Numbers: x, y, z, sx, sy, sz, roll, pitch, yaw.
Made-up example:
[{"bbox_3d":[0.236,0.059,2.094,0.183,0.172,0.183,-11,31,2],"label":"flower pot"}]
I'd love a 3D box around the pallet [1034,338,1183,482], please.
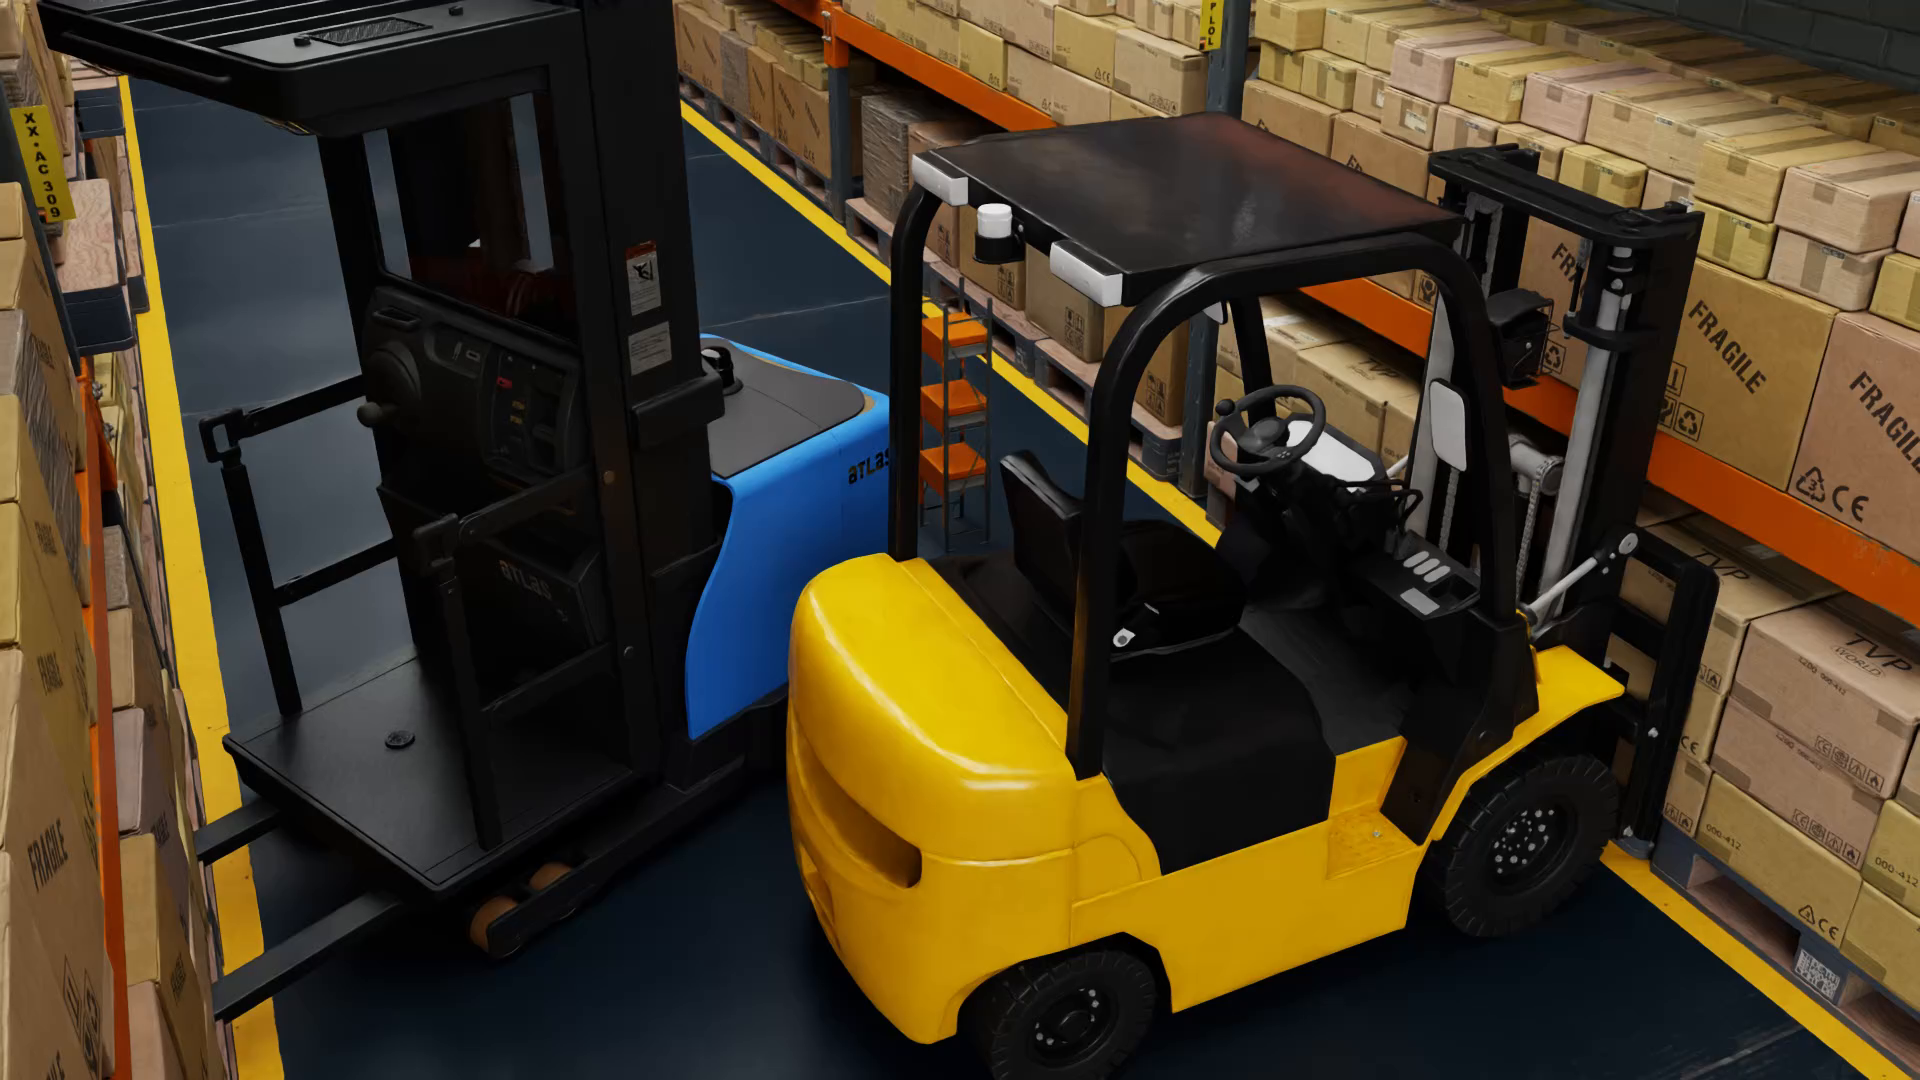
[{"bbox_3d":[1.060,-0.706,7.793,1.003,0.211,1.213,-13,32,-22],"label":"pallet"}]

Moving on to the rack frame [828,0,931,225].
[{"bbox_3d":[-0.306,-3.372,9.697,1.000,3.000,0.127,-13,32,-22],"label":"rack frame"}]

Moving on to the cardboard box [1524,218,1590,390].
[{"bbox_3d":[2.020,-0.721,4.867,0.500,0.500,0.500,-13,32,-22],"label":"cardboard box"}]

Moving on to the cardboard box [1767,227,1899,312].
[{"bbox_3d":[2.280,-0.713,4.189,0.380,0.149,0.250,-14,32,-24],"label":"cardboard box"}]

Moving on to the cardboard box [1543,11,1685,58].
[{"bbox_3d":[2.181,-1.653,5.561,0.380,0.149,0.250,-14,32,-23],"label":"cardboard box"}]

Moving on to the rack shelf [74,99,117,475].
[{"bbox_3d":[-3.929,-1.131,6.435,1.077,0.370,4.000,-13,32,-22],"label":"rack shelf"}]

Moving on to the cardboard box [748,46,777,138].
[{"bbox_3d":[-1.114,-3.060,11.267,0.500,0.500,0.500,-12,31,-20],"label":"cardboard box"}]

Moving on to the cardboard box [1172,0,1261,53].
[{"bbox_3d":[1.064,-2.036,6.548,0.380,0.149,0.250,-12,31,-20],"label":"cardboard box"}]

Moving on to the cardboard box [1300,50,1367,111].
[{"bbox_3d":[1.423,-1.621,5.809,0.380,0.149,0.250,-12,32,-21],"label":"cardboard box"}]

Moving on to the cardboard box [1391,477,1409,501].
[{"bbox_3d":[1.763,-0.082,5.700,0.500,0.250,0.500,-13,32,-22],"label":"cardboard box"}]

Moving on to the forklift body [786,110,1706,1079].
[{"bbox_3d":[0.667,0.078,4.413,2.313,2.155,1.214,-13,32,-22],"label":"forklift body"}]

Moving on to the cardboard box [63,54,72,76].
[{"bbox_3d":[-4.105,-2.101,7.258,0.380,0.149,0.250,-13,32,-22],"label":"cardboard box"}]

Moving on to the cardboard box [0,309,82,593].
[{"bbox_3d":[-2.201,-0.136,3.520,0.500,0.500,0.500,-12,32,-21],"label":"cardboard box"}]

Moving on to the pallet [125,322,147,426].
[{"bbox_3d":[-4.453,-0.766,7.901,1.003,0.211,1.213,-13,32,-22],"label":"pallet"}]

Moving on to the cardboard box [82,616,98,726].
[{"bbox_3d":[-1.992,0.300,3.405,0.380,0.149,0.250,-13,32,-22],"label":"cardboard box"}]

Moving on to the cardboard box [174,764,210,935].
[{"bbox_3d":[-2.336,0.893,4.473,0.500,0.250,0.500,-14,32,-23],"label":"cardboard box"}]

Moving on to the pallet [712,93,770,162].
[{"bbox_3d":[-1.112,-3.032,11.941,1.003,0.211,1.213,-13,32,-22],"label":"pallet"}]

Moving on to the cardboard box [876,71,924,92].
[{"bbox_3d":[-0.234,-2.710,10.642,0.500,0.500,0.500,-12,31,-20],"label":"cardboard box"}]

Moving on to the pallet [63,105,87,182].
[{"bbox_3d":[-3.901,-1.379,6.338,1.003,0.211,1.213,-13,32,-22],"label":"pallet"}]

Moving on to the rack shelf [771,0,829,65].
[{"bbox_3d":[-1.165,-3.942,11.448,1.077,0.370,4.000,-13,32,-22],"label":"rack shelf"}]

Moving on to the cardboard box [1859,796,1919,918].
[{"bbox_3d":[2.637,0.811,4.108,0.500,0.250,0.500,-14,32,-23],"label":"cardboard box"}]

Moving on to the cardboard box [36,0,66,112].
[{"bbox_3d":[-3.658,-1.852,6.150,0.500,0.500,0.500,-14,32,-24],"label":"cardboard box"}]

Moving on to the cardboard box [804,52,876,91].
[{"bbox_3d":[-0.747,-2.913,10.341,0.380,0.149,0.250,-15,32,-24],"label":"cardboard box"}]

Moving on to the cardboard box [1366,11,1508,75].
[{"bbox_3d":[1.591,-1.651,5.558,0.380,0.149,0.250,-14,32,-23],"label":"cardboard box"}]

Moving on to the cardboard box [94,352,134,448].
[{"bbox_3d":[-3.909,-0.453,6.748,0.950,0.372,0.625,-12,31,-20],"label":"cardboard box"}]

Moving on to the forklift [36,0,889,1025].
[{"bbox_3d":[-1.492,-0.387,4.444,1.130,2.935,3.031,22,36,34],"label":"forklift"}]

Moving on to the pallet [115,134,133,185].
[{"bbox_3d":[-6.105,-2.554,11.088,1.003,0.211,1.213,-13,32,-22],"label":"pallet"}]

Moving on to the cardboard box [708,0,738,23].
[{"bbox_3d":[-1.597,-3.847,12.007,0.380,0.149,0.250,-13,32,-22],"label":"cardboard box"}]

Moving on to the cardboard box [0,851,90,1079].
[{"bbox_3d":[-1.306,0.765,1.913,0.500,0.500,0.500,-14,32,-23],"label":"cardboard box"}]

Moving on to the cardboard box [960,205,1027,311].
[{"bbox_3d":[0.526,-1.657,8.636,0.875,0.625,0.625,-14,32,-24],"label":"cardboard box"}]

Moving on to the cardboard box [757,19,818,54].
[{"bbox_3d":[-1.145,-3.389,11.189,0.380,0.149,0.250,-14,32,-23],"label":"cardboard box"}]

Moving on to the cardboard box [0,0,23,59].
[{"bbox_3d":[-2.953,-1.483,4.828,0.380,0.149,0.250,-13,32,-22],"label":"cardboard box"}]

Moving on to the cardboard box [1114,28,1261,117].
[{"bbox_3d":[0.969,-1.921,6.751,0.500,0.250,0.500,-14,32,-23],"label":"cardboard box"}]

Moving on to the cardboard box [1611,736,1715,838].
[{"bbox_3d":[2.230,0.592,5.009,0.500,0.250,0.500,-13,32,-21],"label":"cardboard box"}]

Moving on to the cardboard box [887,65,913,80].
[{"bbox_3d":[-0.248,-3.044,10.574,0.380,0.149,0.250,-11,31,-19],"label":"cardboard box"}]

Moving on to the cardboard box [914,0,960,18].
[{"bbox_3d":[0.086,-2.821,8.356,0.500,0.250,0.500,-14,32,-23],"label":"cardboard box"}]

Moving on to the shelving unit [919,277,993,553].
[{"bbox_3d":[-0.023,-0.482,6.535,0.215,1.050,0.252,-13,32,-22],"label":"shelving unit"}]

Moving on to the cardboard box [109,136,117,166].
[{"bbox_3d":[-5.771,-2.697,10.236,0.875,0.875,0.875,-12,31,-21],"label":"cardboard box"}]

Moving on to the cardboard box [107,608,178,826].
[{"bbox_3d":[-2.354,0.557,4.305,0.500,0.500,0.500,-12,32,-21],"label":"cardboard box"}]

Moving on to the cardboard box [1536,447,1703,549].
[{"bbox_3d":[1.988,-0.067,5.161,0.500,0.250,0.500,-14,32,-23],"label":"cardboard box"}]

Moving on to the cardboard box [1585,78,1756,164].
[{"bbox_3d":[2.028,-1.199,4.753,0.380,0.149,0.250,-13,32,-22],"label":"cardboard box"}]

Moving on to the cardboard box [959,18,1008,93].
[{"bbox_3d":[0.324,-2.380,8.082,0.500,0.250,0.500,-12,31,-20],"label":"cardboard box"}]

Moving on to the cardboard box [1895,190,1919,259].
[{"bbox_3d":[2.474,-0.746,3.944,0.380,0.149,0.250,-13,32,-22],"label":"cardboard box"}]

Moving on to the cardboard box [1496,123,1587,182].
[{"bbox_3d":[1.834,-1.164,4.994,0.380,0.149,0.250,-14,32,-24],"label":"cardboard box"}]

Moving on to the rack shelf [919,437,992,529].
[{"bbox_3d":[-0.023,-0.230,6.676,0.215,0.259,0.240,-13,32,-22],"label":"rack shelf"}]

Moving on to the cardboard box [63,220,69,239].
[{"bbox_3d":[-3.121,-1.057,5.396,0.380,0.149,0.250,-12,32,-21],"label":"cardboard box"}]

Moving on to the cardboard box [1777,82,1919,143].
[{"bbox_3d":[2.539,-1.177,4.712,0.380,0.149,0.250,-13,32,-22],"label":"cardboard box"}]

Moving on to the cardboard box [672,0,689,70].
[{"bbox_3d":[-2.019,-3.971,12.891,0.500,0.500,0.500,-12,31,-20],"label":"cardboard box"}]
